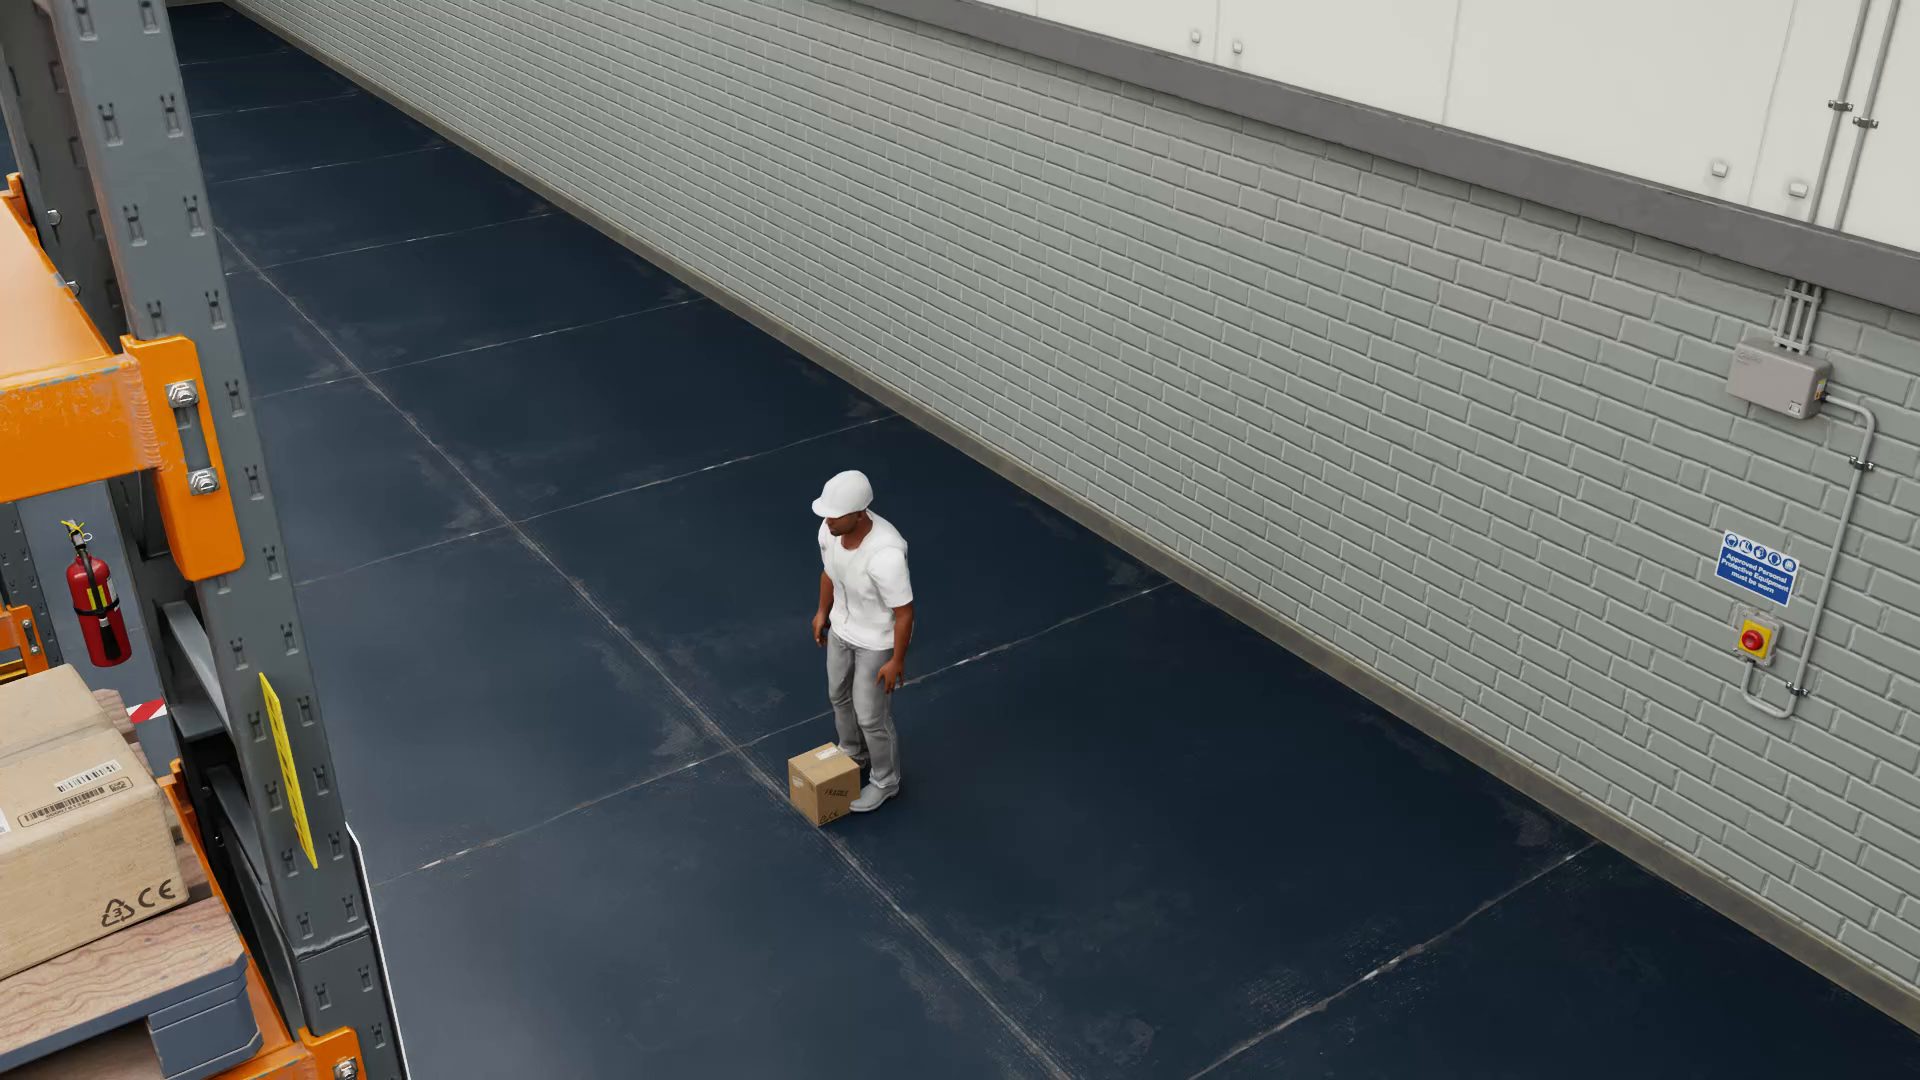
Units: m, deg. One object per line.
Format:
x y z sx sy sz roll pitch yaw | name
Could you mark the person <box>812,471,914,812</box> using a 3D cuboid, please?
-0.468 0.451 7.771 0.460 1.760 0.634 -21 35 -33 | person
